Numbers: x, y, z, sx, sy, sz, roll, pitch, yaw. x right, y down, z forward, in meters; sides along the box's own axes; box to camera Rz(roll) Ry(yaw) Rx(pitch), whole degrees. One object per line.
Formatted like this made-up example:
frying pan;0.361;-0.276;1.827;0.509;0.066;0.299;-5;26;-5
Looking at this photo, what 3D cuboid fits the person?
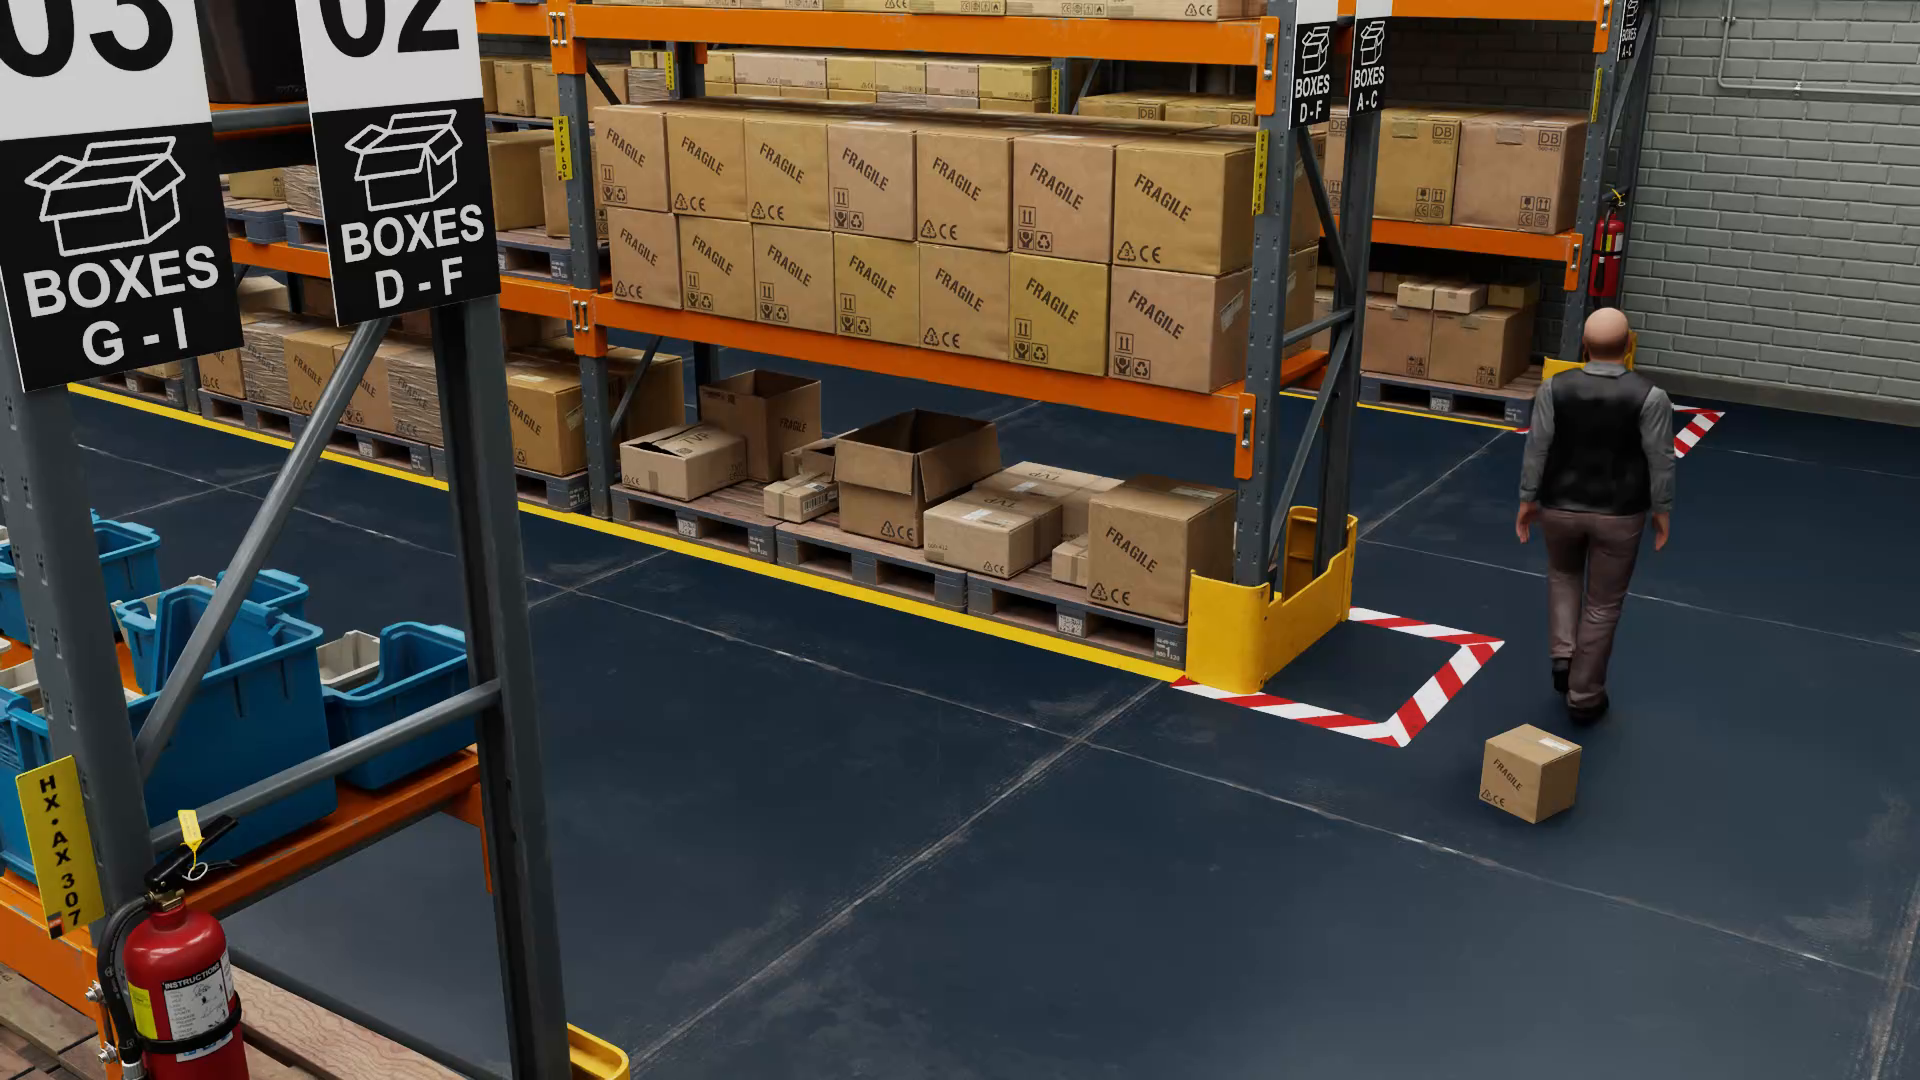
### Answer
person;2.635;-0.113;6.897;0.585;1.731;0.524;12;23;31
